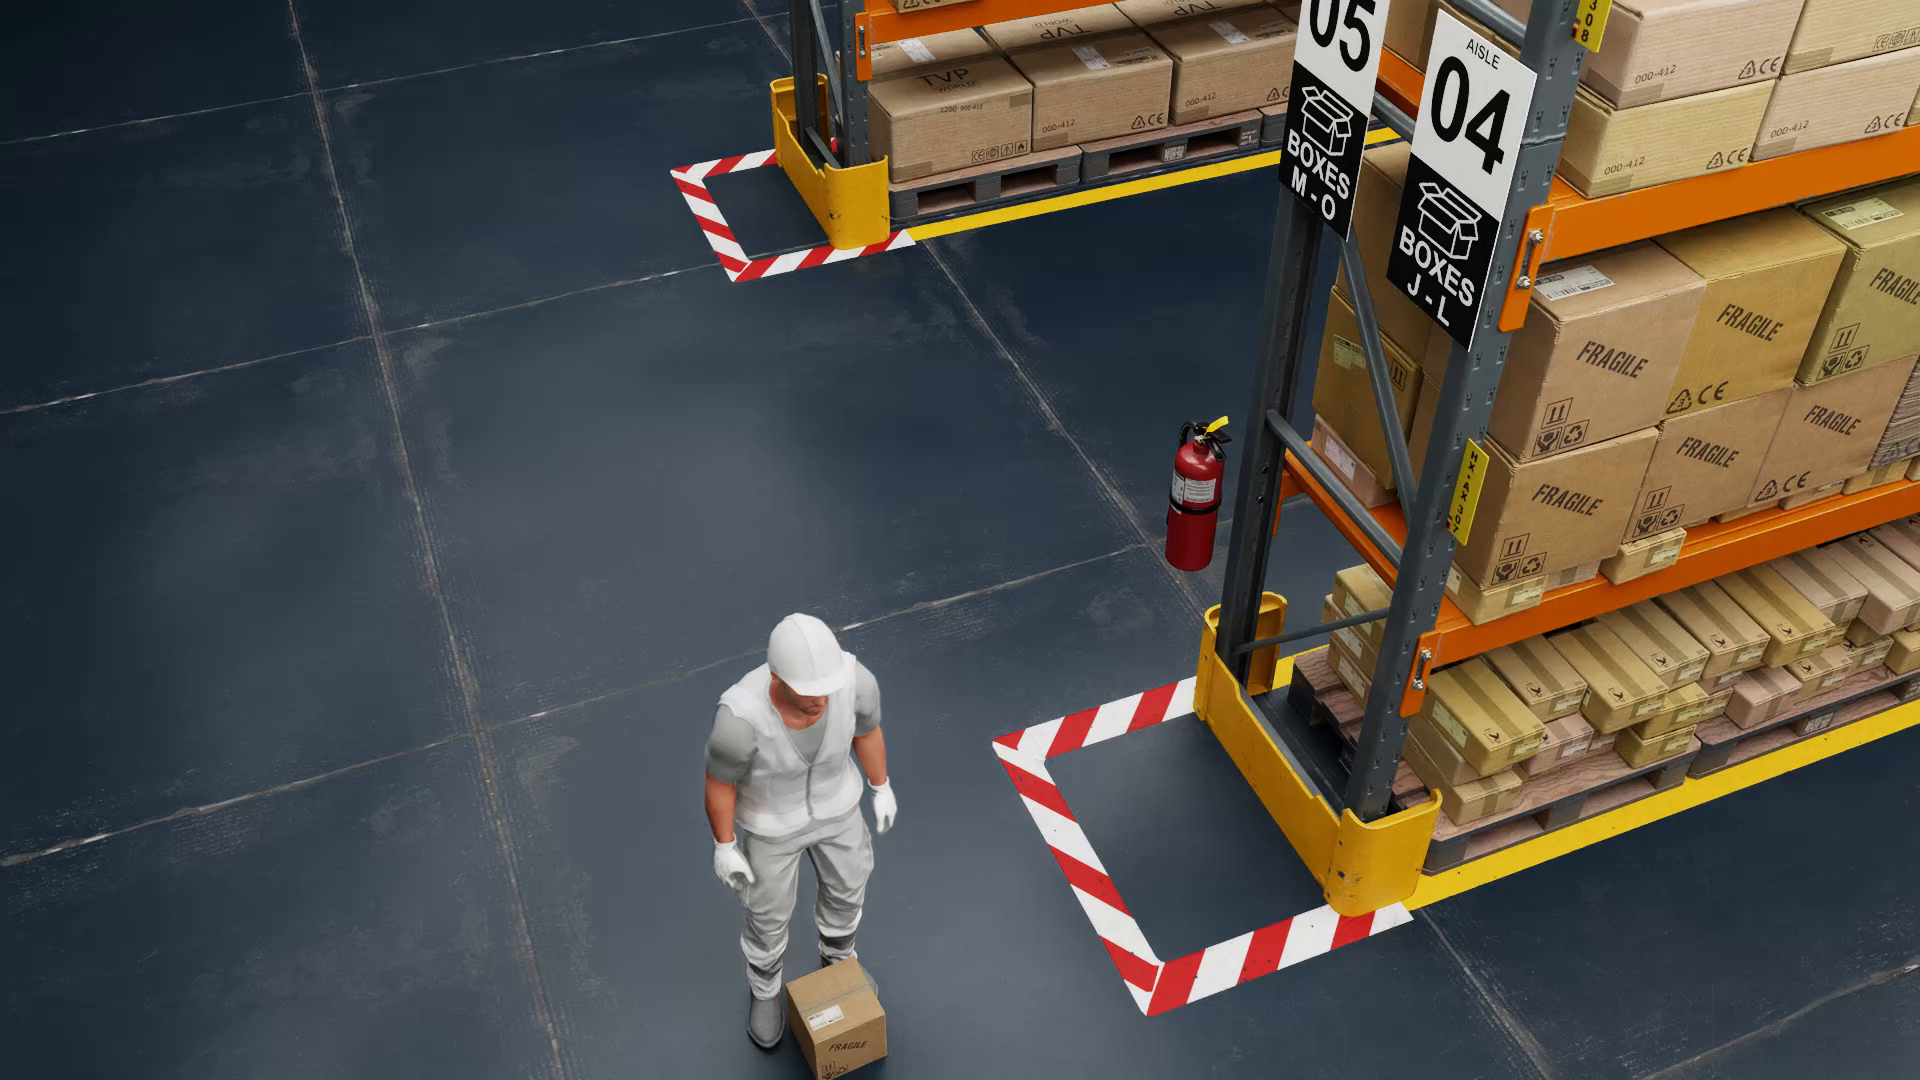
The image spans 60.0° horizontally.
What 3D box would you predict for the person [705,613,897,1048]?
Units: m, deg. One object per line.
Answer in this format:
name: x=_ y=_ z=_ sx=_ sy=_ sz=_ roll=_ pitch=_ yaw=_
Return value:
person: x=-0.480 y=0.873 z=5.158 sx=0.617 sy=1.776 sz=0.453 roll=-18 pitch=44 yaw=-19
